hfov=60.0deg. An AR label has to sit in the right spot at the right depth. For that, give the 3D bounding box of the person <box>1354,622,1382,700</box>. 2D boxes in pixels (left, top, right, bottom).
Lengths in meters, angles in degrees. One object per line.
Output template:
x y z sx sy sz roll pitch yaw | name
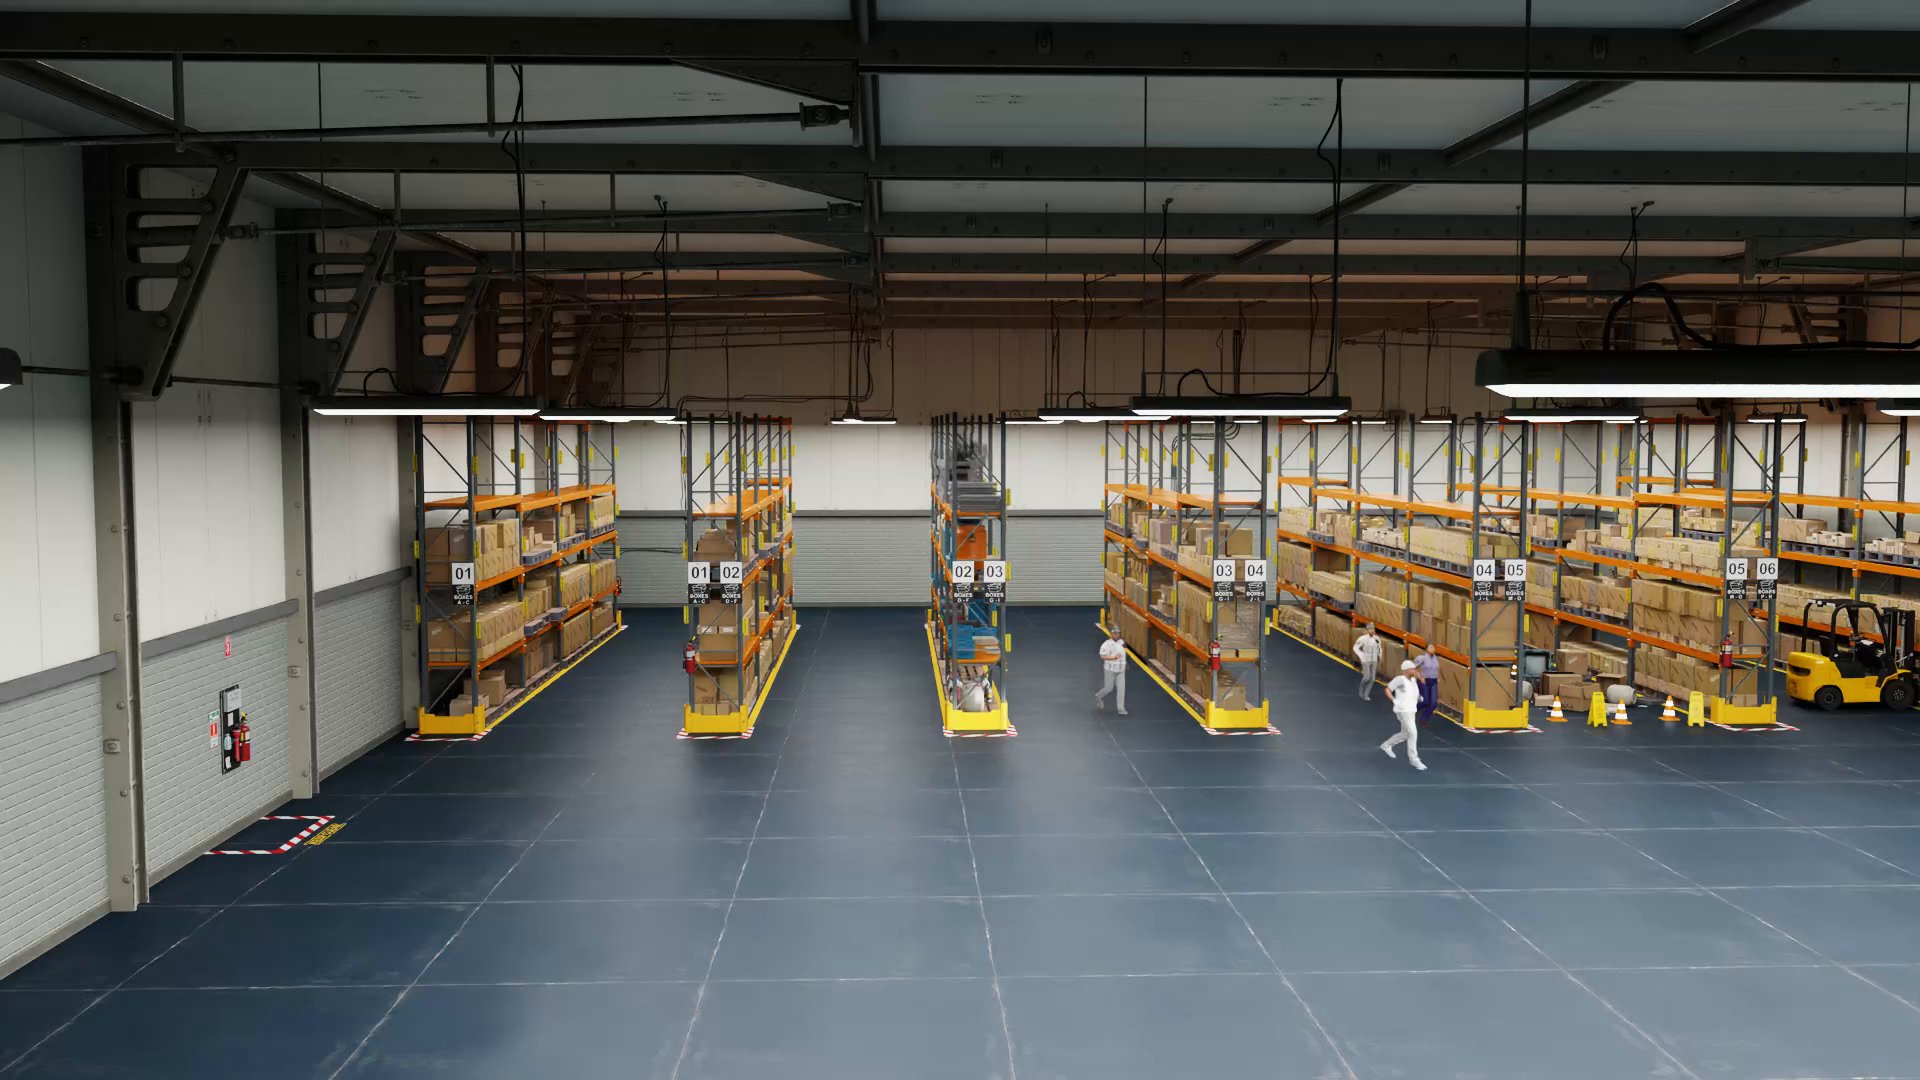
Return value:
8.540 2.534 34.608 0.589 1.643 0.531 -1 4 -8 | person

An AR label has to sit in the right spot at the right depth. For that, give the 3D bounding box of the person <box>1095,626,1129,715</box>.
3.060 2.570 33.026 0.668 1.756 0.961 -2 4 -28 | person

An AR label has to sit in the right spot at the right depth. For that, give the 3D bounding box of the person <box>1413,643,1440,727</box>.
8.950 2.765 31.907 0.632 1.612 0.537 -2 4 -22 | person

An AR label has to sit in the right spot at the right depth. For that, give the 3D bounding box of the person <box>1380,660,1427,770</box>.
7.580 2.919 28.192 0.998 1.767 0.703 3 5 41 | person
